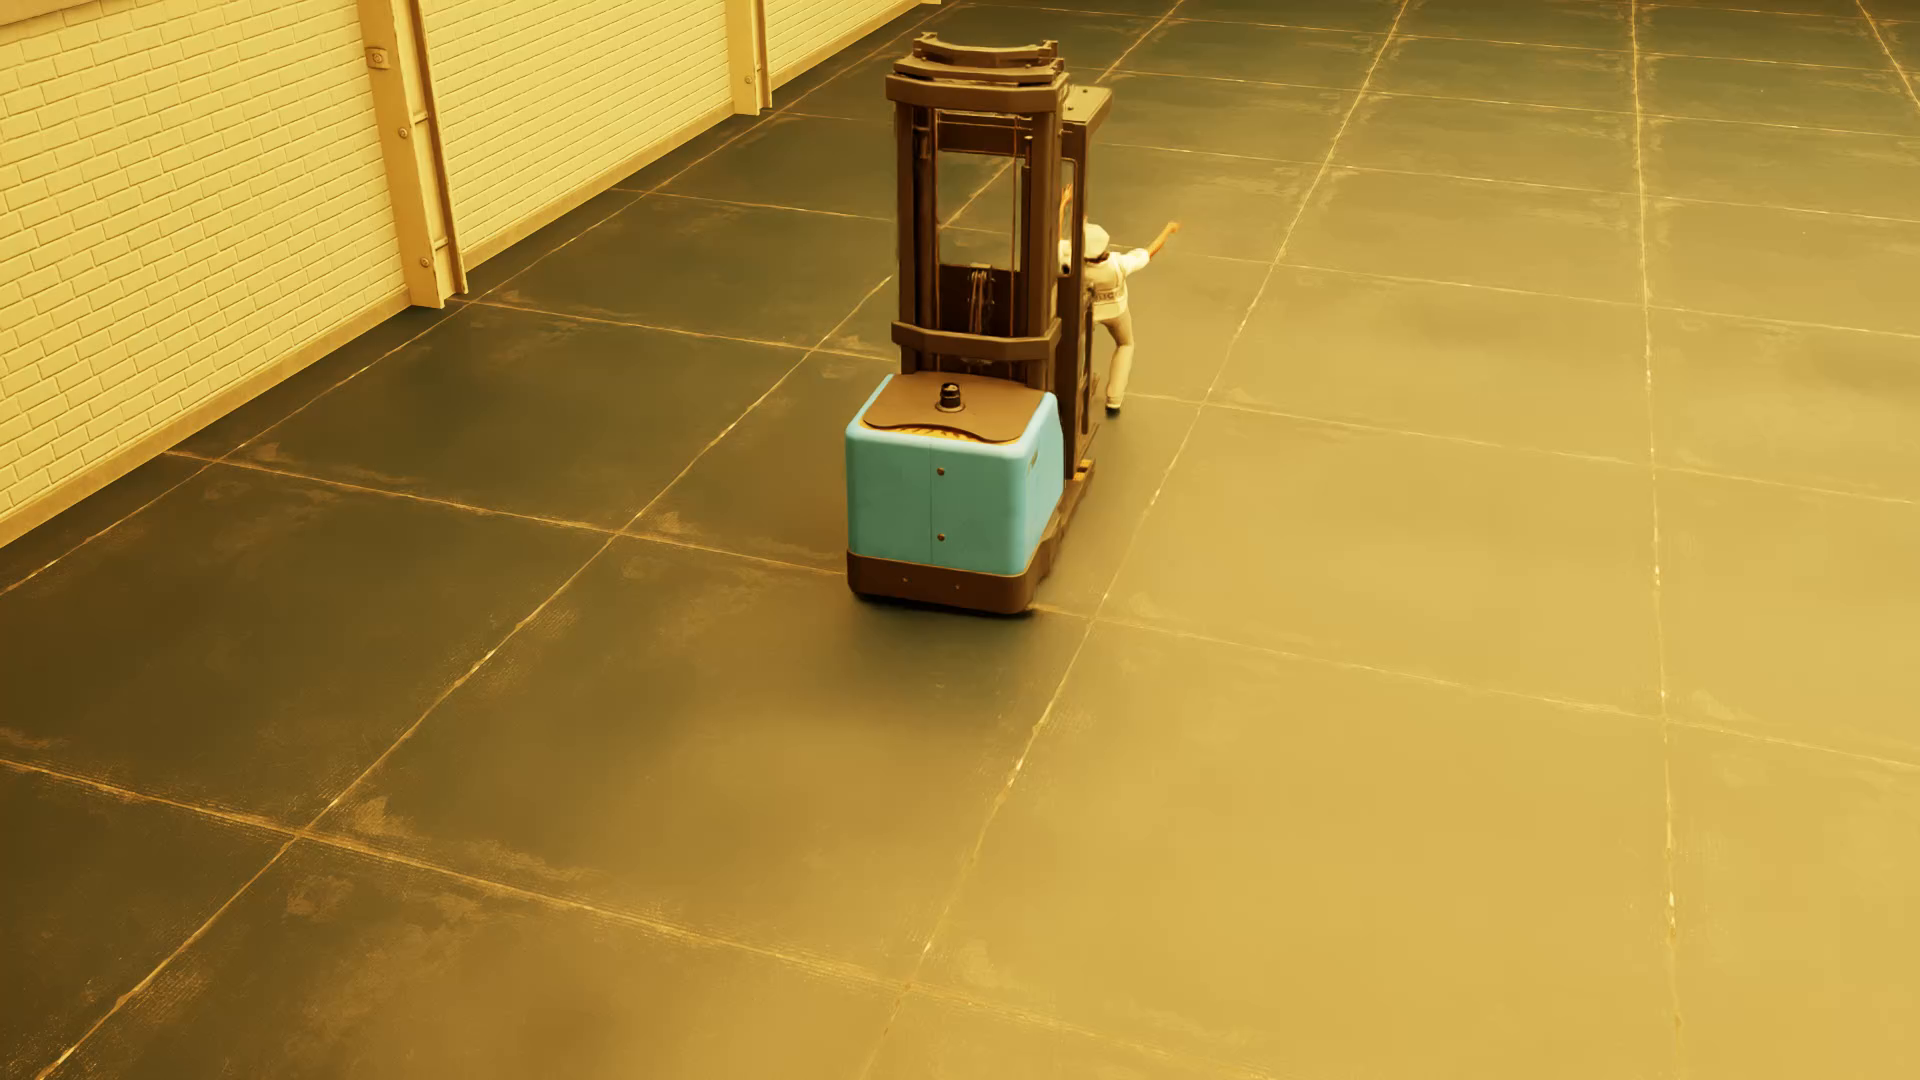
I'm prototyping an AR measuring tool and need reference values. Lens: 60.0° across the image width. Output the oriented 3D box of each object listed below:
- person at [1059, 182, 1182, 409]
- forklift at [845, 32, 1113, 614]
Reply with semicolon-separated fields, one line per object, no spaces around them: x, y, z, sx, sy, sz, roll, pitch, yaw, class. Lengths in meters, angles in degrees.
1.073;-1.602;11.314;0.993;1.543;0.695;-6;30;-10;person
0.249;-1.580;9.909;1.130;2.935;3.031;8;31;14;forklift
